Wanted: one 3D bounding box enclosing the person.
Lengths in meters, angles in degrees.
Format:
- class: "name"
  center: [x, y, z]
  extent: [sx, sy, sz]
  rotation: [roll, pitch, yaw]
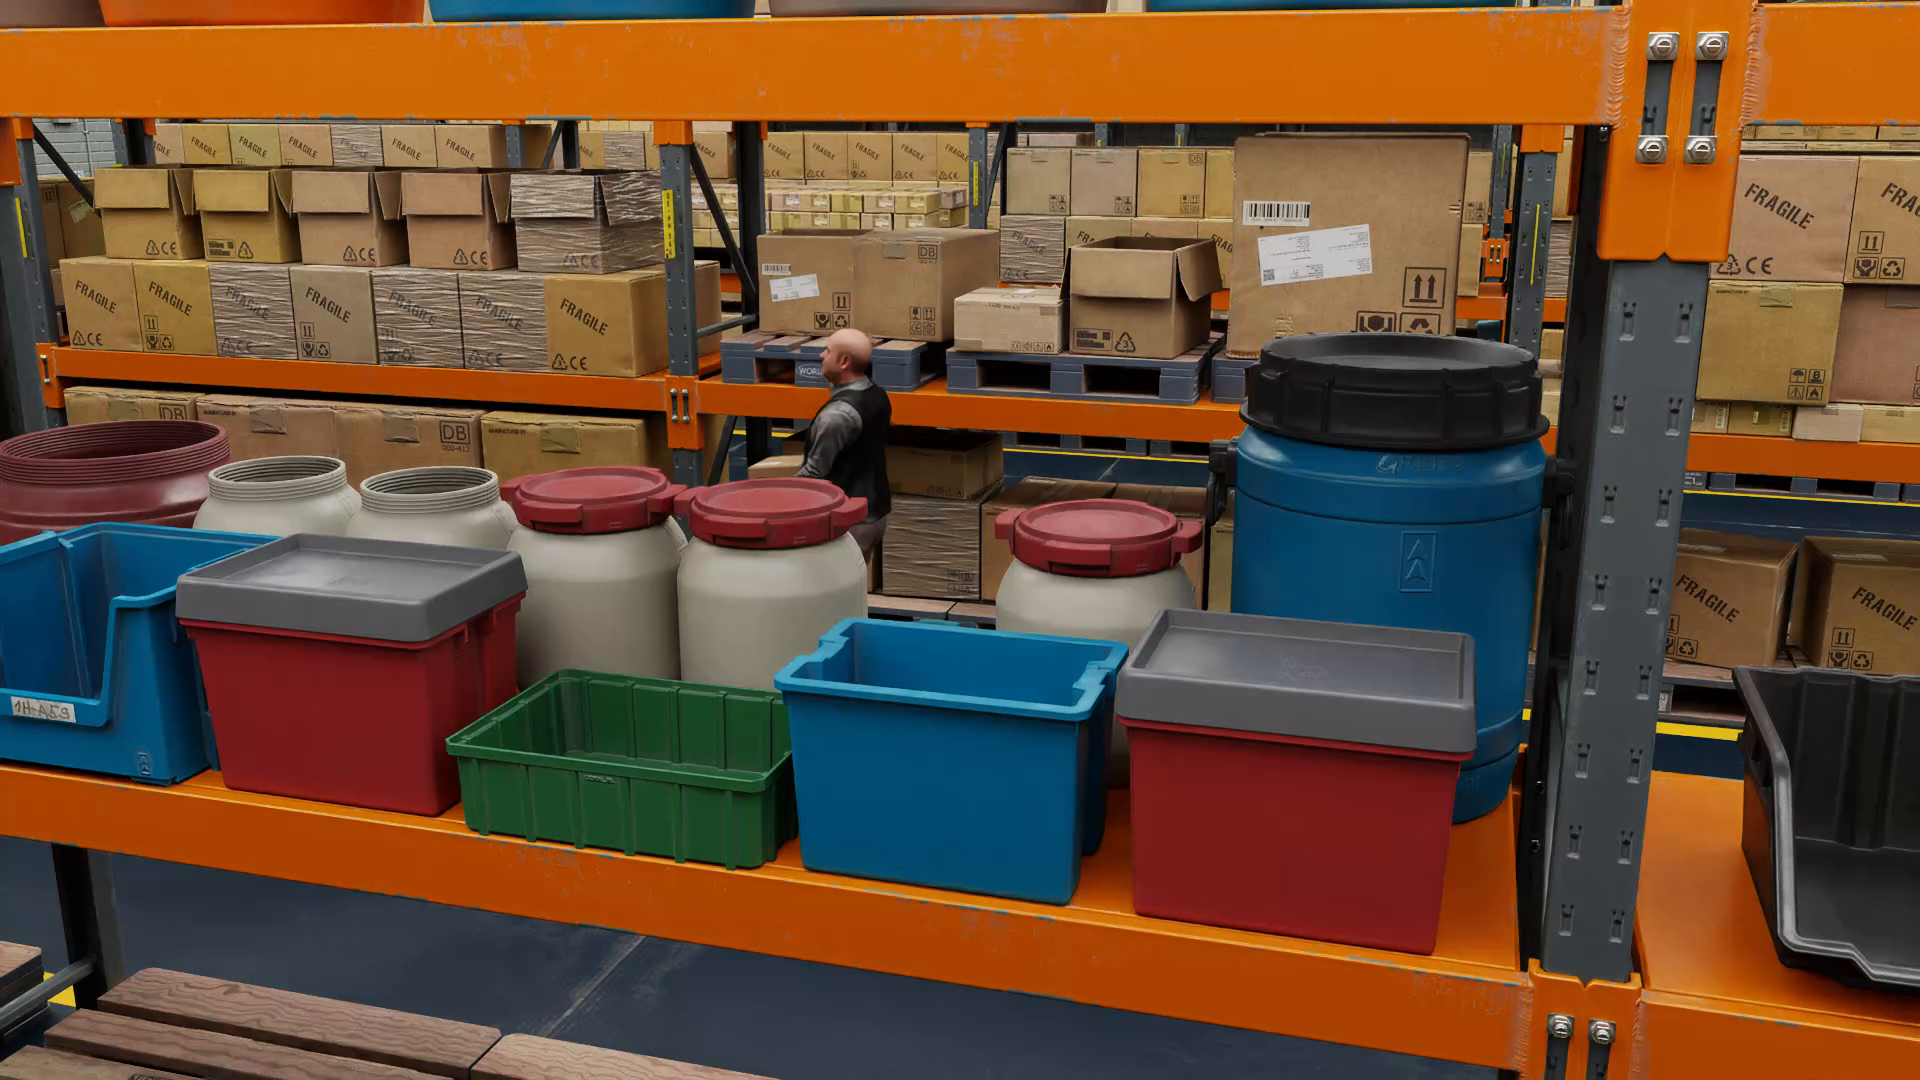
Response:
- class: "person"
  center: [-0.594, -0.081, 7.365]
  extent: [0.547, 1.722, 0.508]
  rotation: [4, 16, 16]
